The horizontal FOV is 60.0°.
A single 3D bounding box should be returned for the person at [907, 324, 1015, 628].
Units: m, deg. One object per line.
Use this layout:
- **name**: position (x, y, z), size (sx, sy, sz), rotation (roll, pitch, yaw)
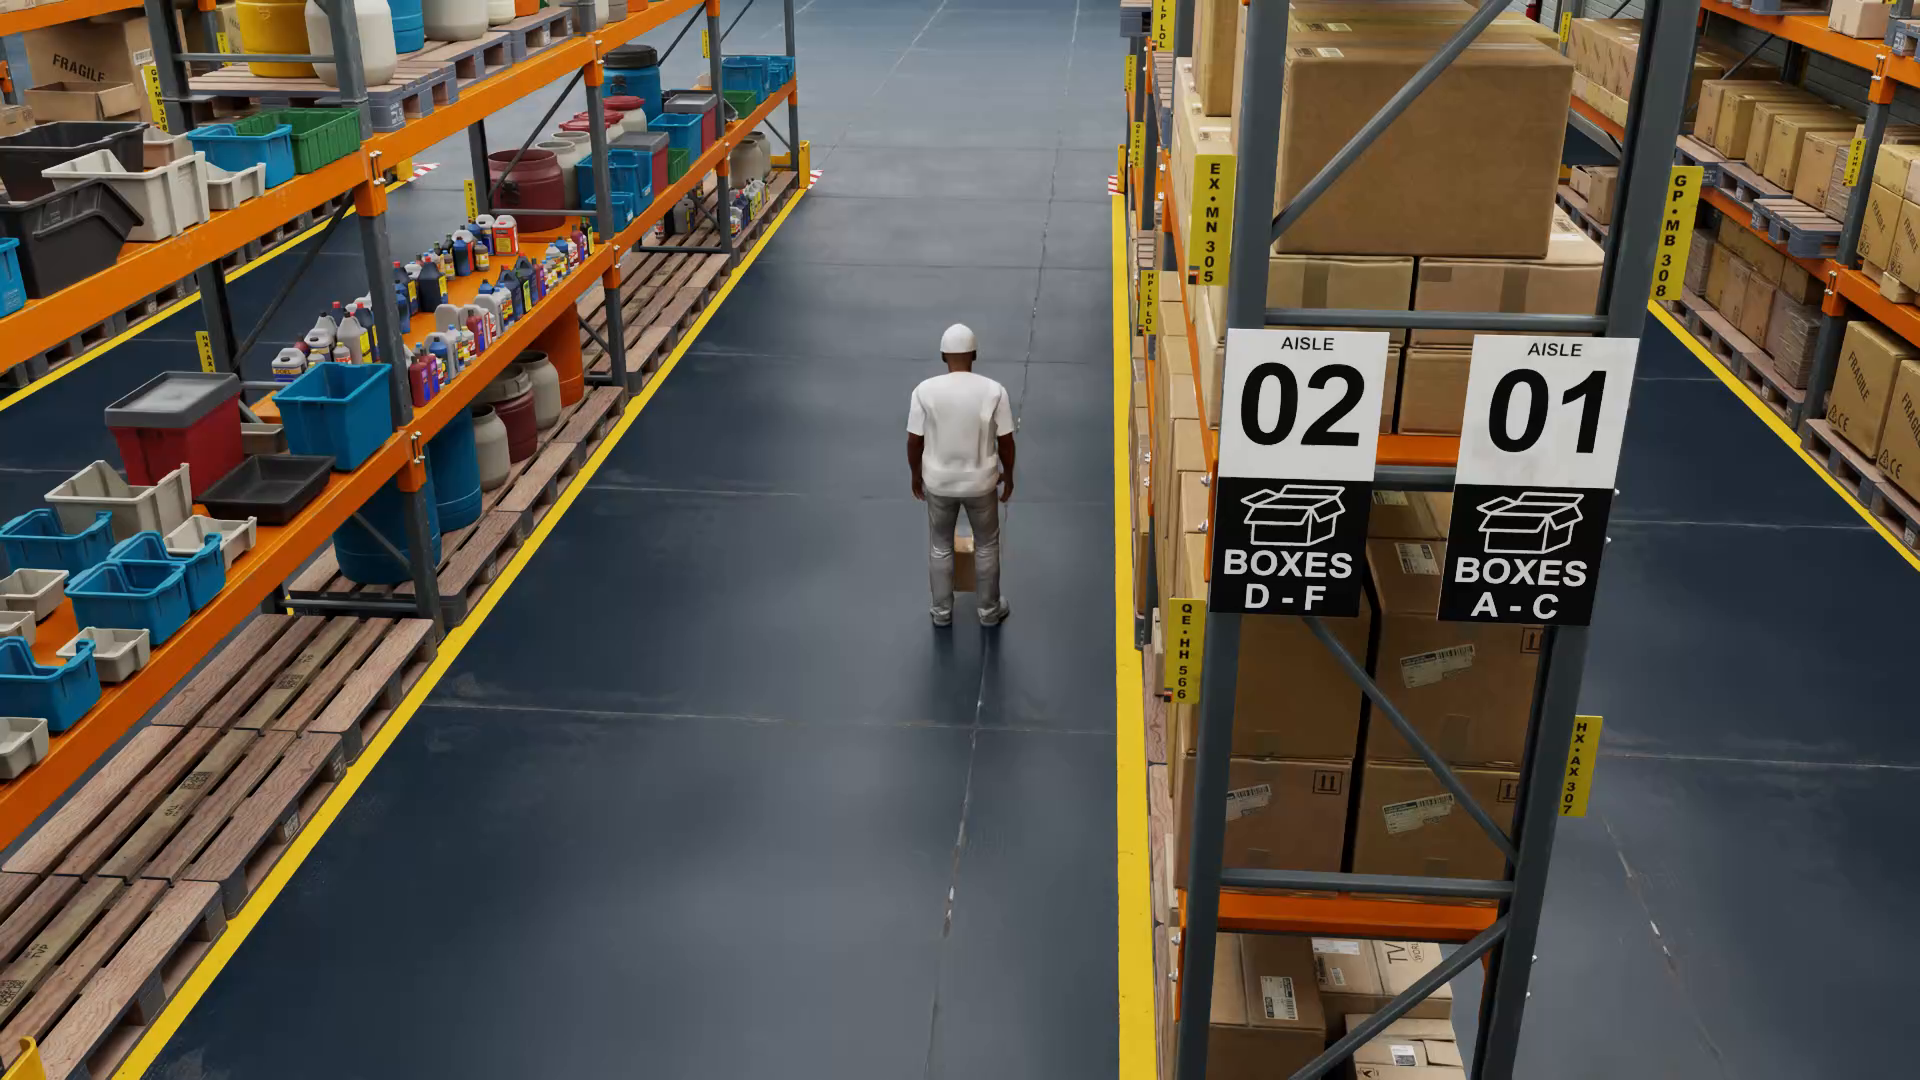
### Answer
- **person**: position (0.008, -0.344, 9.339), size (0.604, 1.762, 0.446), rotation (1, 24, 3)
